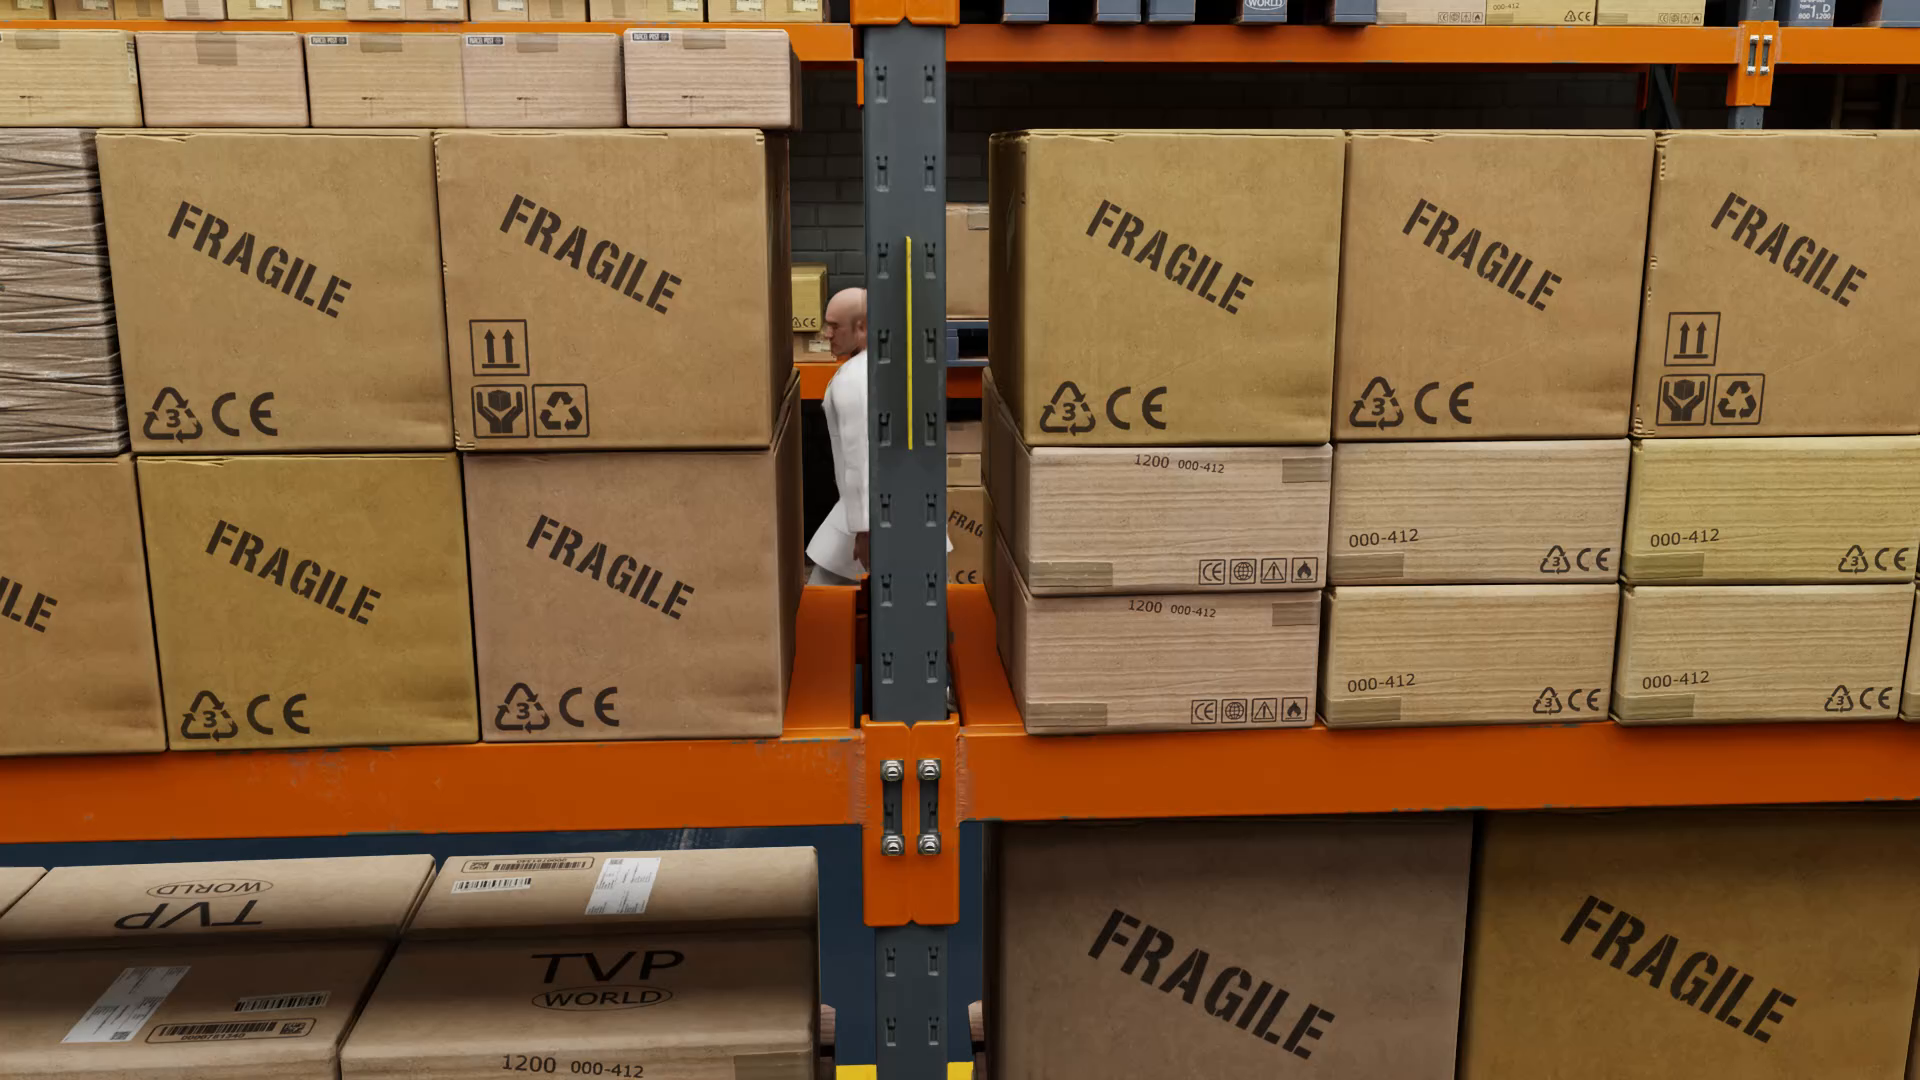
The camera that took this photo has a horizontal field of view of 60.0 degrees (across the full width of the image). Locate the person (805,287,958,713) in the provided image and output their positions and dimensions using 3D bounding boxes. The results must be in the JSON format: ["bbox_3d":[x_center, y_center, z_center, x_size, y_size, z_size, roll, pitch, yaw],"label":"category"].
[{"bbox_3d":[-0.350,-0.122,6.522,0.936,1.730,0.681,8,16,31],"label":"person"}]
